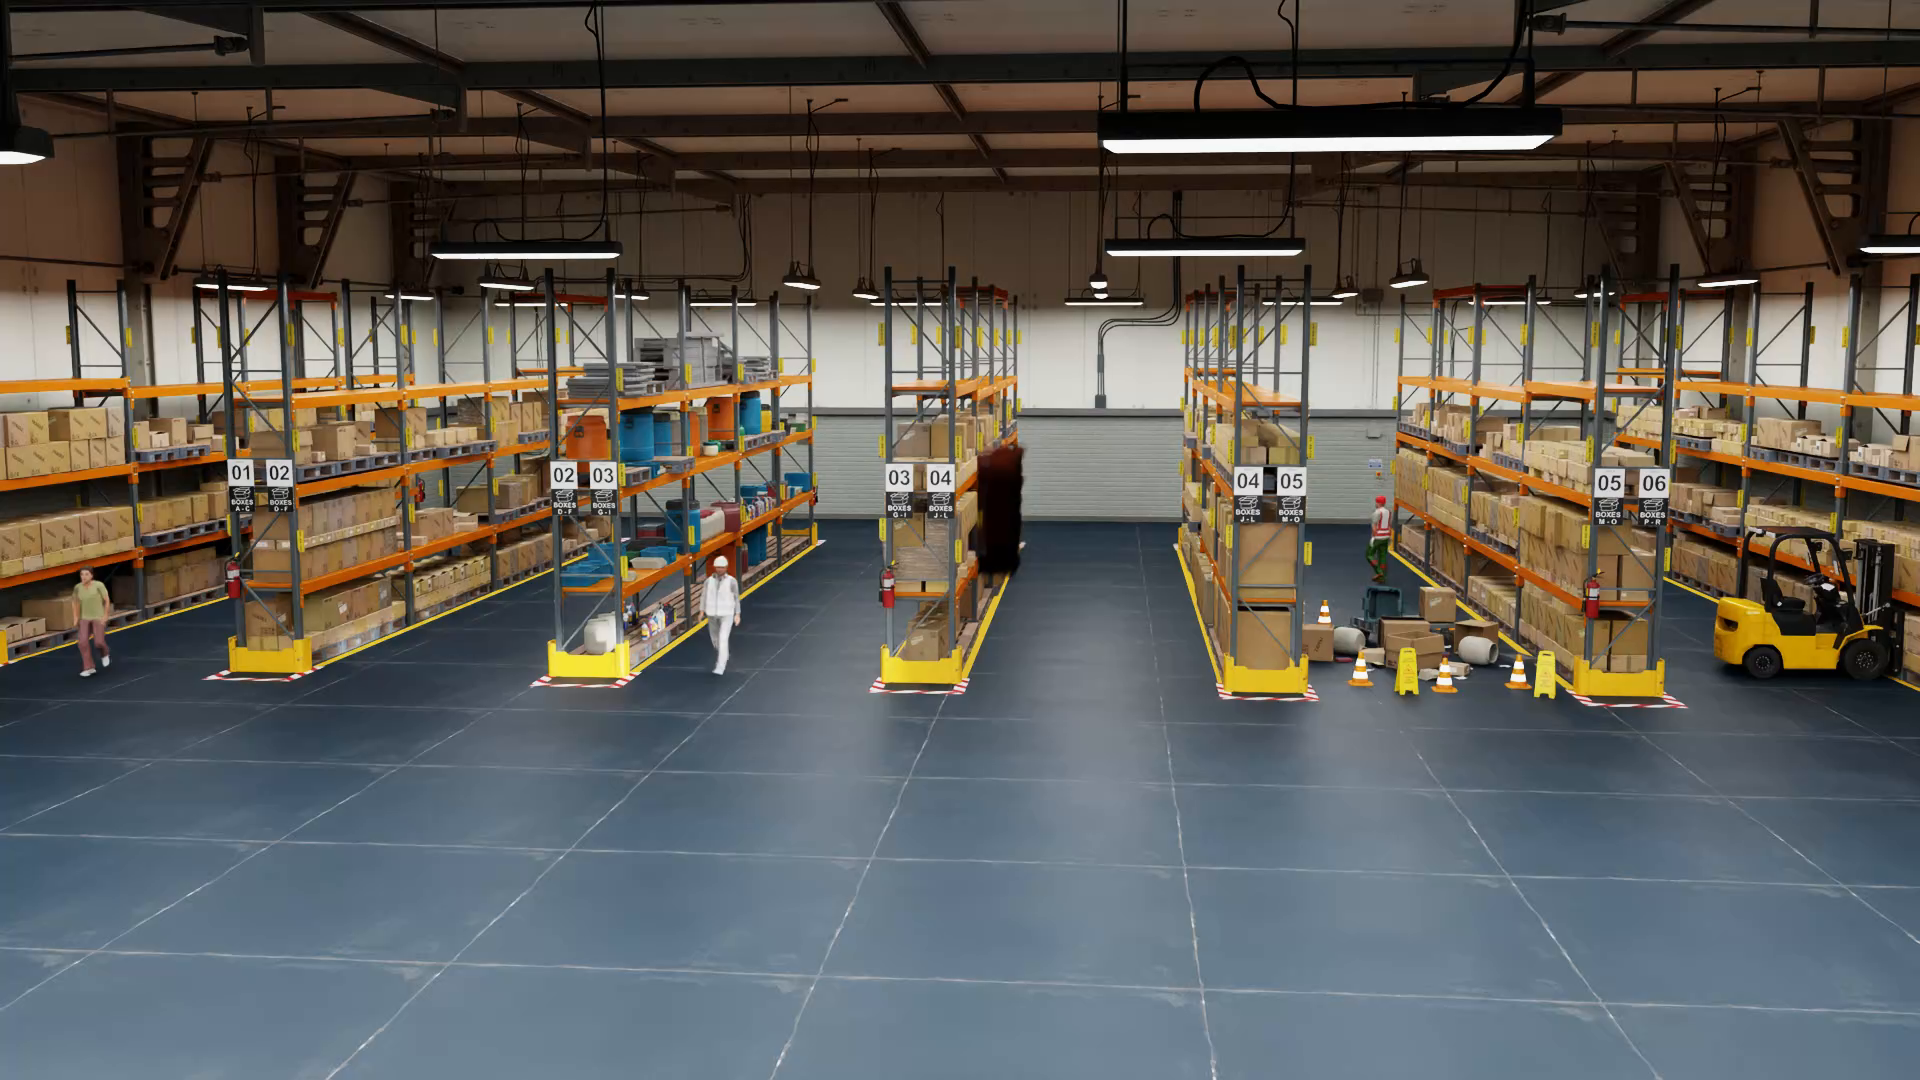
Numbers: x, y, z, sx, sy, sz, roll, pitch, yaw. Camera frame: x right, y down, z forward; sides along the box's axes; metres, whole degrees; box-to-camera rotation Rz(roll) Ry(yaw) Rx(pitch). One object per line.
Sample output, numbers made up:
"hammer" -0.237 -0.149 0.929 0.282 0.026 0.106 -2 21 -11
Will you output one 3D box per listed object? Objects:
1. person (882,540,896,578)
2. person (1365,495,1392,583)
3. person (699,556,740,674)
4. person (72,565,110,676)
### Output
"person" -1.362 0.133 33.634 0.424 1.561 0.768 0 7 3
"person" 8.631 -0.020 34.084 0.603 1.791 0.472 -5 8 -34
"person" -3.626 1.113 24.948 0.562 1.738 0.979 1 7 11
"person" -12.978 1.180 24.863 0.535 1.654 0.589 -1 7 -8
